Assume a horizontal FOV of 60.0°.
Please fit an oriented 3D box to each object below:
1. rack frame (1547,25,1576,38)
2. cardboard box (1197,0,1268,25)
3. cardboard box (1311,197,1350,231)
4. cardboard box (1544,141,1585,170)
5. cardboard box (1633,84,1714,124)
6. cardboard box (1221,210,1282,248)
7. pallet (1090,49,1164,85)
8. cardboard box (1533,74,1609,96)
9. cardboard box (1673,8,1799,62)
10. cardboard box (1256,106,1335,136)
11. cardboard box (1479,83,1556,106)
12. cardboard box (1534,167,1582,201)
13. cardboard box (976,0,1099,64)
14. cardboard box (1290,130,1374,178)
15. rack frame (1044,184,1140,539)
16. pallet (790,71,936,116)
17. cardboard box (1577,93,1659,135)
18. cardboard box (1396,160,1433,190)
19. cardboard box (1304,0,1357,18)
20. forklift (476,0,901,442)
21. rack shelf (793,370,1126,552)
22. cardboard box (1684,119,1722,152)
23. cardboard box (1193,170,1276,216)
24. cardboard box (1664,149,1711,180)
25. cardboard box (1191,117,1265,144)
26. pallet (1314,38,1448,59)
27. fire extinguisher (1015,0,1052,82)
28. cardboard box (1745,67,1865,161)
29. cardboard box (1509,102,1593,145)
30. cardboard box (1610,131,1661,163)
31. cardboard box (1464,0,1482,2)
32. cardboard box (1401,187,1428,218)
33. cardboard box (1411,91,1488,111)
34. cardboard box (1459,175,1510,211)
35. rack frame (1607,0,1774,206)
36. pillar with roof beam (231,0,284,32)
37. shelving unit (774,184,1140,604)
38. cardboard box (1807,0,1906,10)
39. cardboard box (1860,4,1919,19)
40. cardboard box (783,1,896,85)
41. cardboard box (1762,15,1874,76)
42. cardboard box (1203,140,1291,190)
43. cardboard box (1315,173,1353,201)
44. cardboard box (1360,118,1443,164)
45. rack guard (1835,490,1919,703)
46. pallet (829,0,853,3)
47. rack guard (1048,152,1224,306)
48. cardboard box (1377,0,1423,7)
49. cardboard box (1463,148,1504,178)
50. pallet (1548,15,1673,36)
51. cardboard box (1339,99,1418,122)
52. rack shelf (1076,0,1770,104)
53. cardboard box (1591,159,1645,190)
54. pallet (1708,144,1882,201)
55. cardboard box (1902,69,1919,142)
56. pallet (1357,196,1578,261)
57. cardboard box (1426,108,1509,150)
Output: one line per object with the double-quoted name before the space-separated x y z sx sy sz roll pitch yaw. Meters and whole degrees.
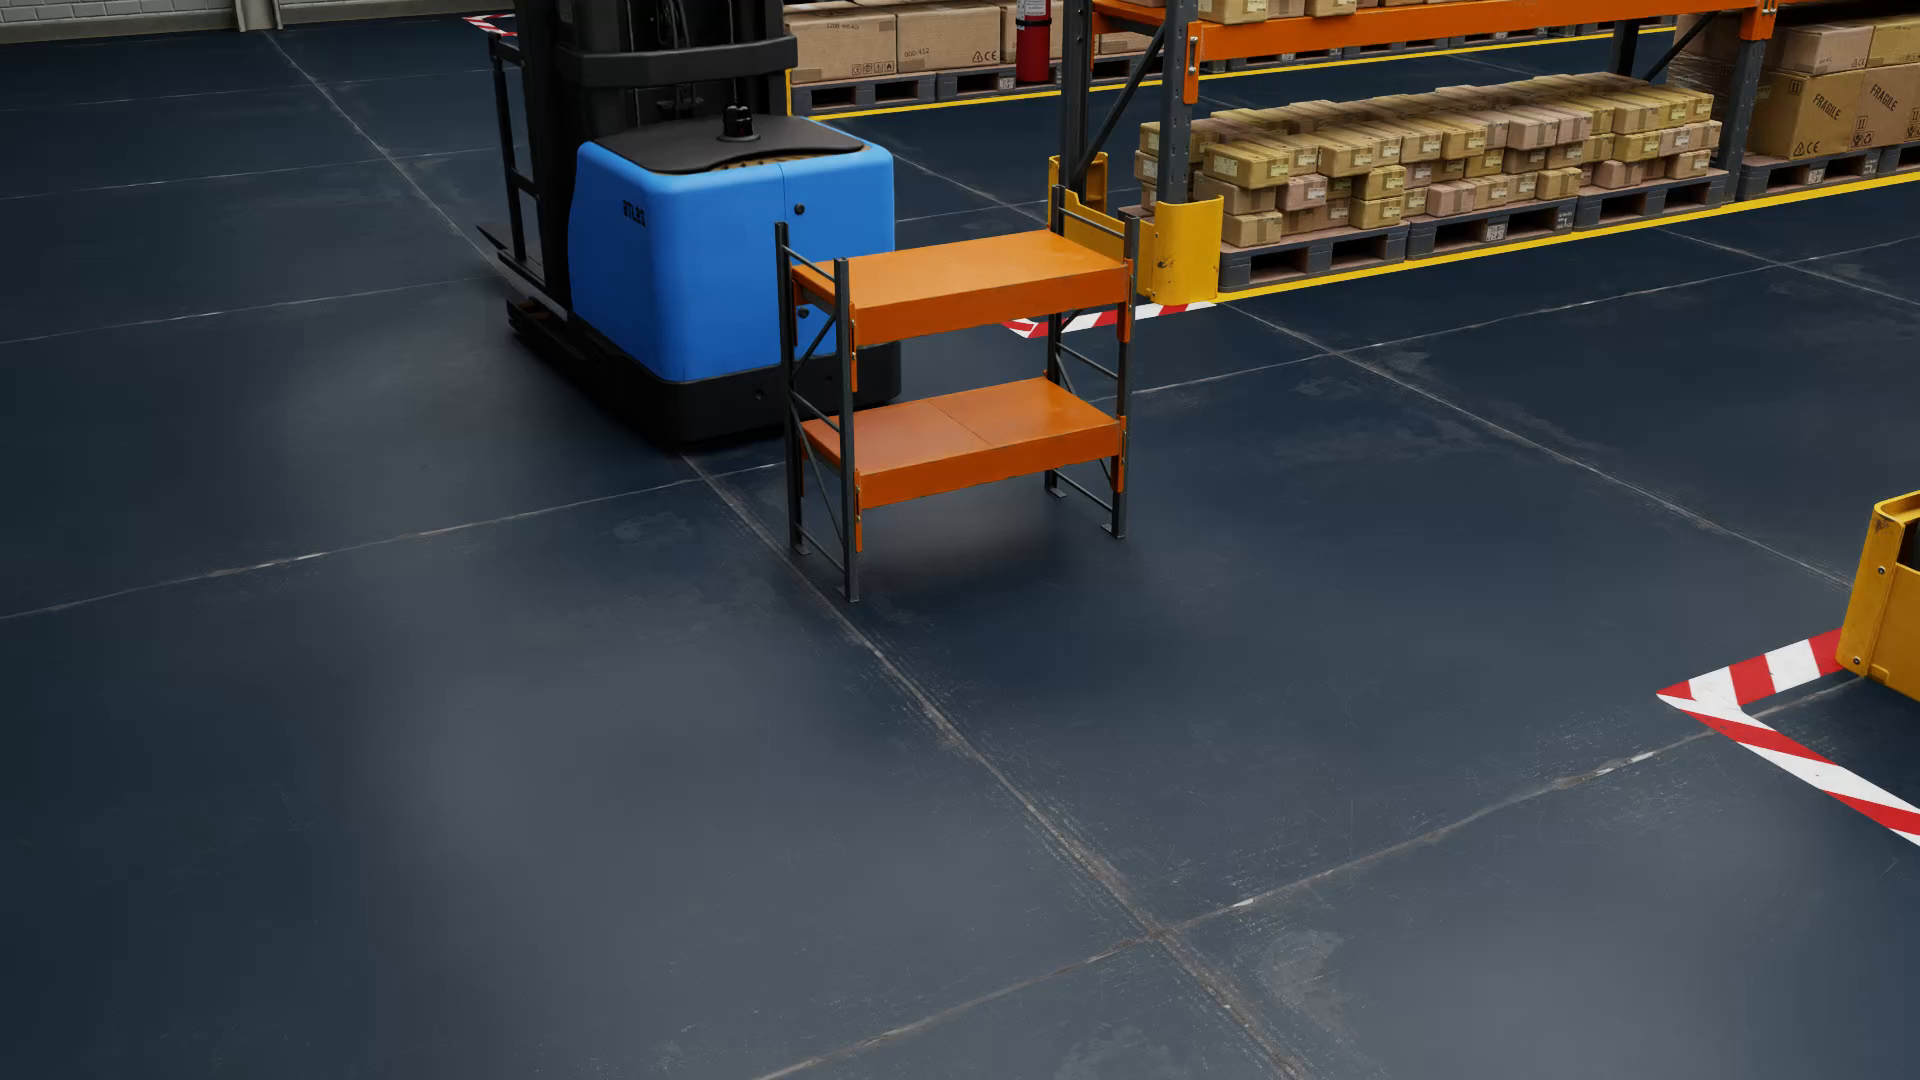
"rack frame" 5.449 -6.226 15.253 0.127 3.000 1.000 -13 29 -25
"cardboard box" 1.249 -2.555 7.896 0.250 0.149 0.380 -13 29 -26
"cardboard box" 1.830 -1.754 8.745 0.250 0.149 0.380 -13 28 -25
"cardboard box" 3.266 -2.200 9.332 0.250 0.149 0.380 -12 28 -24
"cardboard box" 4.147 -2.542 9.701 0.250 0.149 0.380 -12 28 -24
"cardboard box" 1.422 -1.616 8.458 0.250 0.149 0.380 -12 28 -24
"pallet" 1.212 -4.030 13.899 1.213 0.211 1.003 -13 29 -25
"cardboard box" 3.666 -2.690 10.008 0.250 0.149 0.380 -12 28 -23
"cardboard box" 4.876 -3.191 10.466 0.500 0.250 0.500 -14 29 -26
"cardboard box" 1.832 -2.263 9.119 0.250 0.149 0.380 -14 29 -27
"cardboard box" 3.246 -2.558 9.732 0.250 0.149 0.380 -14 29 -26
"cardboard box" 3.239 -2.025 9.311 0.250 0.149 0.380 -13 29 -25
"cardboard box" 0.525 -4.177 13.458 0.875 0.438 0.875 -14 29 -27
"cardboard box" 1.900 -1.981 8.532 0.250 0.149 0.380 -13 29 -25
"rack frame" 0.443 -0.609 5.719 0.032 1.125 0.500 -13 29 -25
"pallet" -0.941 -3.533 12.864 1.213 0.211 1.003 -13 29 -25
"cardboard box" 3.724 -2.422 9.450 0.250 0.149 0.380 -13 29 -26
"cardboard box" 2.301 -1.993 8.900 0.250 0.149 0.380 -14 29 -28
"cardboard box" 1.716 -2.657 8.108 0.250 0.149 0.380 -14 29 -27
"forklift" -1.442 -2.291 7.135 1.130 2.935 3.031 -15 29 -28
"rack shelf" -0.006 -0.285 5.610 1.000 0.278 0.538 -13 29 -25
"cardboard box" 4.210 -2.395 9.737 0.250 0.149 0.380 -12 28 -24
"cardboard box" 1.392 -1.774 8.444 0.250 0.149 0.380 -12 28 -23
"cardboard box" 4.152 -2.236 9.750 0.250 0.149 0.380 -13 28 -24
"cardboard box" 1.405 -2.133 8.849 0.250 0.149 0.380 -12 28 -24
"pallet" 3.643 -4.591 15.068 1.213 0.211 1.003 -13 29 -25
"fire extinguisher" 0.369 -2.649 8.322 0.183 0.674 0.296 -13 29 -25
"cardboard box" 5.115 -2.654 10.214 0.500 0.500 0.500 -12 28 -23
"cardboard box" 3.262 -2.308 9.213 0.250 0.149 0.380 -15 29 -28
"cardboard box" 3.749 -2.273 9.484 0.250 0.149 0.380 -14 29 -27
"cardboard box" 2.601 -2.892 8.598 0.250 0.149 0.380 -12 28 -23
"cardboard box" 2.287 -1.852 8.951 0.250 0.149 0.380 -13 29 -25
"cardboard box" 2.782 -2.450 9.508 0.250 0.149 0.380 -14 29 -27
"cardboard box" 2.780 -1.936 9.125 0.250 0.149 0.380 -13 29 -25
"rack frame" 4.338 -3.542 9.661 0.127 3.000 1.000 -13 29 -25
"pillar with roof beam" -4.726 -7.347 10.656 0.400 9.000 9.100 -13 29 -25
"shelving unit" -0.006 -0.506 5.504 1.048 1.125 0.538 -13 29 -25
"cardboard box" 5.796 -3.403 10.909 0.500 0.250 0.500 -14 29 -27
"cardboard box" 6.035 -3.204 10.493 0.500 0.250 0.500 -12 28 -23
"cardboard box" -1.075 -3.804 12.682 0.875 0.438 0.875 -14 29 -27
"cardboard box" 5.114 -2.992 10.052 0.500 0.250 0.500 -14 29 -27
"cardboard box" 1.431 -1.876 8.314 0.250 0.149 0.380 -14 29 -27
"cardboard box" 1.834 -1.892 8.690 0.250 0.149 0.380 -13 28 -24
"cardboard box" 2.329 -2.116 8.813 0.250 0.149 0.380 -12 28 -23
"rack guard" 3.032 0.319 4.507 0.348 0.500 1.175 -13 29 -25
"pallet" -1.026 -5.910 17.816 1.213 0.211 1.003 -13 29 -25
"rack guard" 0.876 -1.616 8.538 0.348 0.500 1.175 -13 29 -25
"cardboard box" 2.131 -2.808 8.423 0.250 0.149 0.380 -13 29 -26
"cardboard box" 2.764 -2.115 9.155 0.250 0.149 0.380 -12 28 -23
"pallet" 6.139 -5.128 16.187 1.213 0.211 1.003 -13 29 -25
"cardboard box" 2.328 -2.350 9.301 0.250 0.149 0.380 -14 29 -27
"rack shelf" 2.573 -2.810 8.969 4.000 0.370 1.077 -13 29 -25
"cardboard box" 3.681 -2.137 9.543 0.250 0.149 0.380 -14 29 -27
"pallet" 5.024 -2.444 10.596 1.213 0.211 1.003 -13 29 -25
"cardboard box" 6.037 -2.874 10.673 0.500 0.500 0.500 -12 28 -24
"pallet" 2.684 -1.884 9.431 1.213 0.211 1.003 -13 29 -25
"cardboard box" 2.760 -2.240 9.071 0.250 0.149 0.380 -13 29 -25
